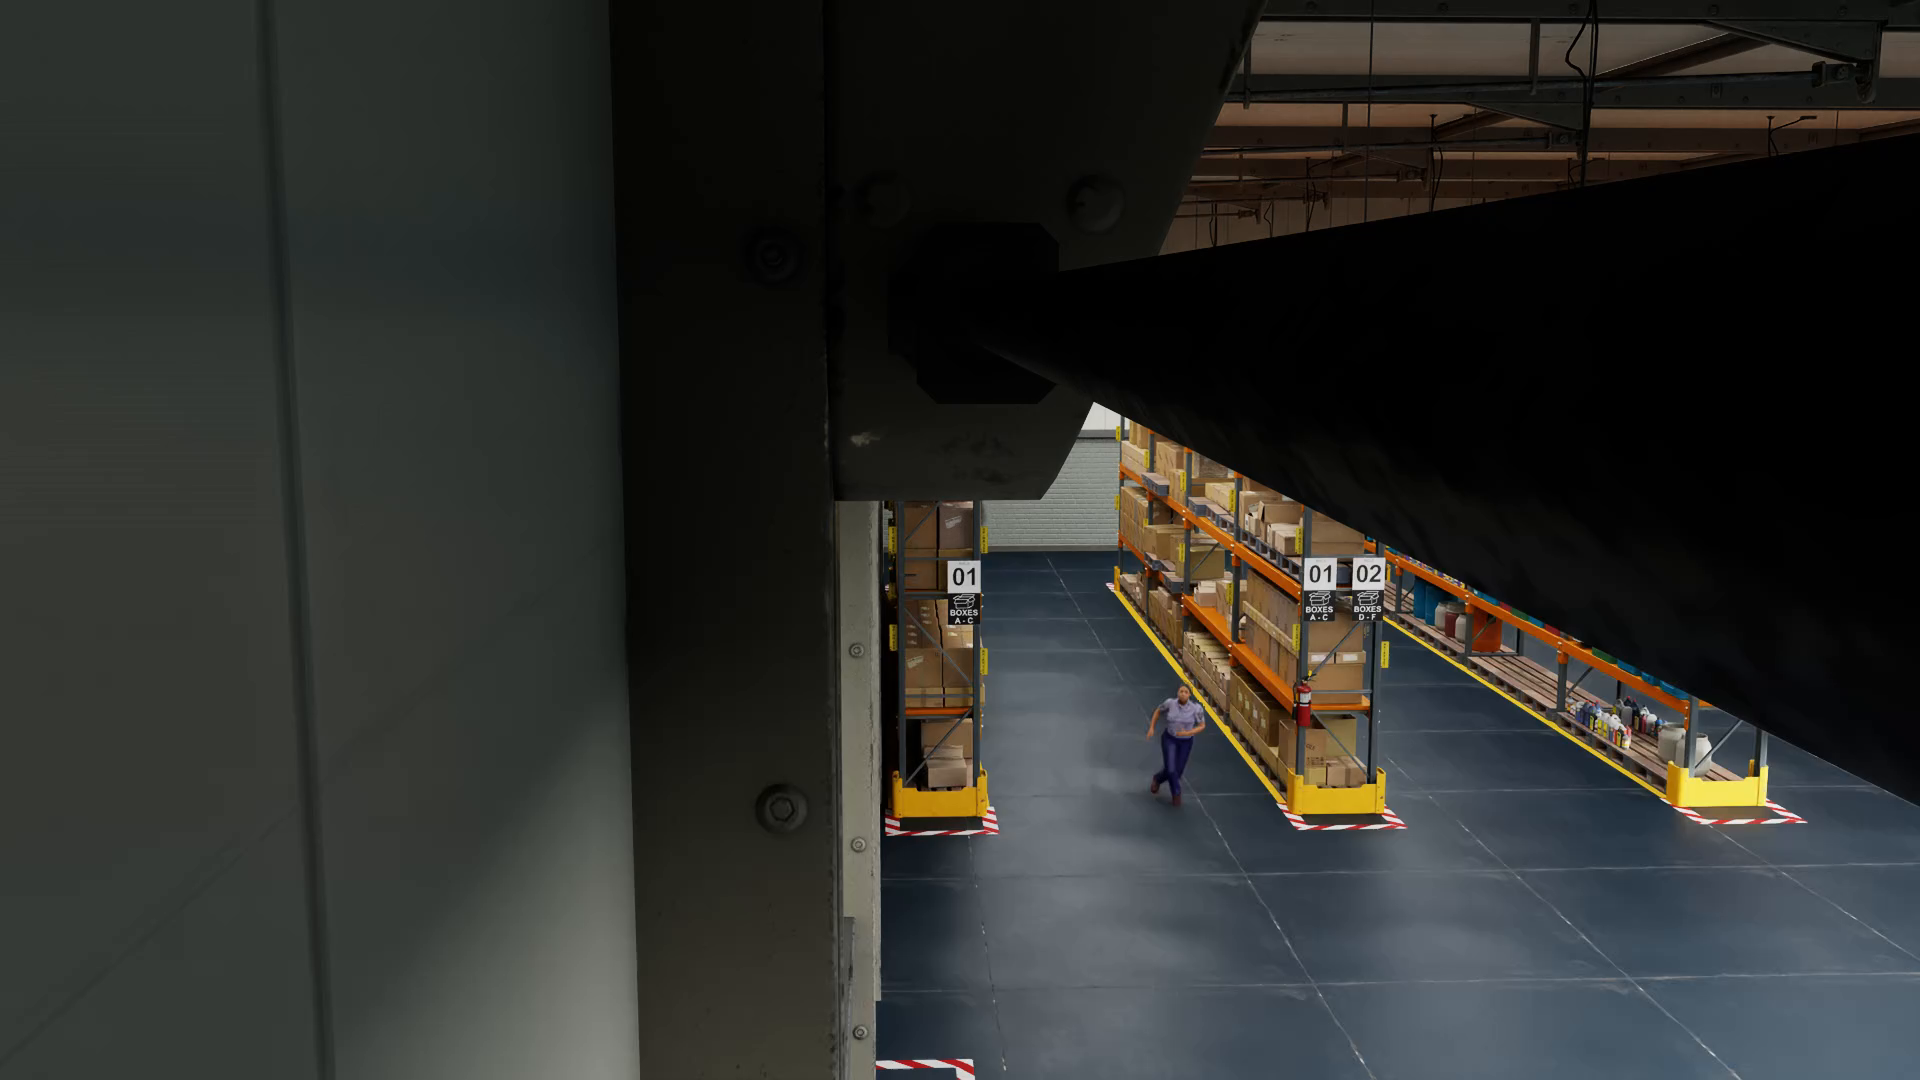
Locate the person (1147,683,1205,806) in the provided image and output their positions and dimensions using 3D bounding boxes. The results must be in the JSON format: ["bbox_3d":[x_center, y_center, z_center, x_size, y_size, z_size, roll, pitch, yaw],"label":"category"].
[{"bbox_3d":[2.721,2.561,21.095,0.715,1.586,0.633,0,8,-2],"label":"person"}]

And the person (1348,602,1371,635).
[{"bbox_3d":[6.374,1.606,27.148,0.666,1.706,0.759,-3,9,-23],"label":"person"}]
